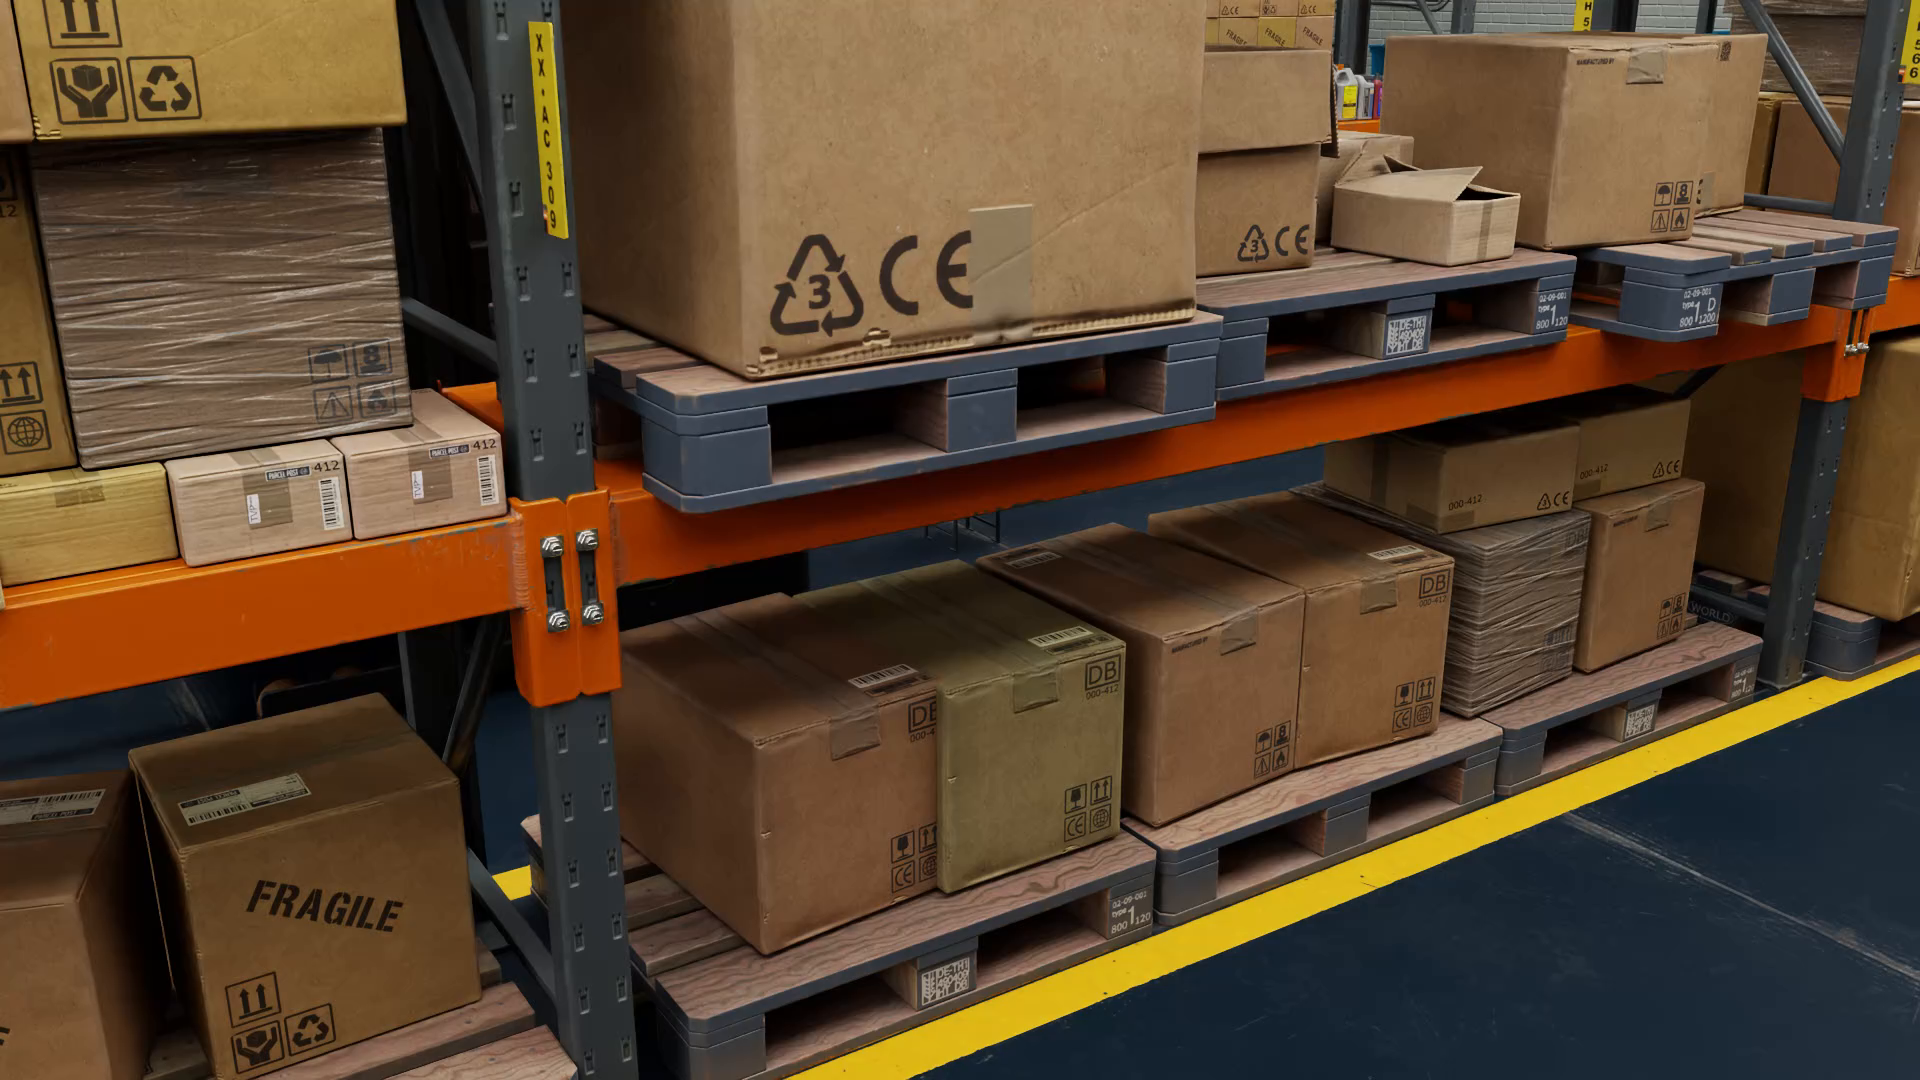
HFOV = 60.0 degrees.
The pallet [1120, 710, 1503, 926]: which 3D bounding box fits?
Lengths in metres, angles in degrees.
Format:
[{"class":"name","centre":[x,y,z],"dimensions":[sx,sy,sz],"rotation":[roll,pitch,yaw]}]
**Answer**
[{"class":"pallet","centre":[0.719,0.593,4.660],"dimensions":[1.213,0.211,1.003],"rotation":[-12,22,-31]}]

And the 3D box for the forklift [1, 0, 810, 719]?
[{"class":"forklift","centre":[-2.056,-0.993,5.106],"dimensions":[3.031,2.935,1.130],"rotation":[-11,22,-30]}]

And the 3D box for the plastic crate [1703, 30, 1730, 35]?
[{"class":"plastic crate","centre":[6.171,-3.749,13.001],"dimensions":[0.499,0.435,0.616],"rotation":[-12,22,-31]}]

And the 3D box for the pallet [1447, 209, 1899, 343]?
[{"class":"pallet","centre":[1.854,-0.834,4.827],"dimensions":[1.003,0.211,1.213],"rotation":[-12,22,-31]}]

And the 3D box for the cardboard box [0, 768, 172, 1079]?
[{"class":"cardboard box","centre":[-1.781,0.774,3.019],"dimensions":[0.500,0.500,0.500],"rotation":[-5,19,-14]}]

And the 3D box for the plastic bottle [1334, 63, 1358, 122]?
[{"class":"plastic bottle","centre":[2.419,-2.835,10.524],"dimensions":[0.185,0.351,0.144],"rotation":[-12,22,-31]}]

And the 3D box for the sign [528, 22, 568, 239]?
[{"class":"sign","centre":[-0.646,-0.640,2.604],"dimensions":[0.005,0.325,0.100],"rotation":[-12,22,-31]}]

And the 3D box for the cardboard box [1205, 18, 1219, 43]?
[{"class":"cardboard box","centre":[2.130,-4.766,16.004],"dimensions":[0.500,0.500,0.500],"rotation":[-12,22,-32]}]

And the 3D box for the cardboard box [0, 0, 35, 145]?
[{"class":"cardboard box","centre":[-1.592,-0.795,2.230],"dimensions":[0.500,0.500,0.500],"rotation":[-12,22,-31]}]

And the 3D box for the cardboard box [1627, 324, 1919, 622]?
[{"class":"cardboard box","centre":[2.978,-0.387,5.868],"dimensions":[0.875,0.875,1.225],"rotation":[-13,23,-34]}]

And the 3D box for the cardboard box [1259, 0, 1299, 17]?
[{"class":"cardboard box","centre":[2.985,-5.418,16.370],"dimensions":[0.500,0.500,0.500],"rotation":[-11,22,-30]}]

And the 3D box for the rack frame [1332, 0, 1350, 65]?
[{"class":"rack frame","centre":[3.627,-5.138,17.259],"dimensions":[0.127,3.000,1.000],"rotation":[-12,22,-31]}]

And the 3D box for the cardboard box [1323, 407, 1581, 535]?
[{"class":"cardboard box","centre":[1.410,-0.236,4.804],"dimensions":[0.500,0.250,0.500],"rotation":[-9,21,-25]}]

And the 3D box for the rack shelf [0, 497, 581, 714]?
[{"class":"rack shelf","centre":[-2.621,0.319,2.241],"dimensions":[4.000,0.370,1.077],"rotation":[-12,22,-31]}]

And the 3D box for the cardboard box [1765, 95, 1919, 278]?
[{"class":"cardboard box","centre":[2.946,-1.139,5.274],"dimensions":[0.500,0.500,0.500],"rotation":[-11,22,-30]}]

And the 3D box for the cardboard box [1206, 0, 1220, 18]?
[{"class":"cardboard box","centre":[2.125,-5.235,15.828],"dimensions":[0.500,0.500,0.500],"rotation":[-11,22,-30]}]

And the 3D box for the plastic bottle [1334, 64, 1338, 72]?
[{"class":"plastic bottle","centre":[2.501,-3.102,11.314],"dimensions":[0.185,0.351,0.144],"rotation":[-12,22,-31]}]

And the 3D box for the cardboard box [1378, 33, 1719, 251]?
[{"class":"cardboard box","centre":[1.550,-1.094,4.485],"dimensions":[0.500,0.500,0.700],"rotation":[-8,20,-23]}]

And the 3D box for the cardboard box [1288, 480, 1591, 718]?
[{"class":"cardboard box","centre":[1.386,0.122,4.917],"dimensions":[0.500,0.500,0.700],"rotation":[-14,23,-36]}]

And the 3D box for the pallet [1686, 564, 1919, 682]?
[{"class":"pallet","centre":[3.090,0.124,6.049],"dimensions":[1.213,0.211,1.003],"rotation":[-12,22,-31]}]

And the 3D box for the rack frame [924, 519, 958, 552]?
[{"class":"rack frame","centre":[-0.078,-0.410,6.552],"dimensions":[0.006,0.900,0.240],"rotation":[-12,22,-31]}]

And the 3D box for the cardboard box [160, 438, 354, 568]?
[{"class":"cardboard box","centre":[-1.182,-0.097,2.740],"dimensions":[0.250,0.149,0.380],"rotation":[-12,22,-31]}]

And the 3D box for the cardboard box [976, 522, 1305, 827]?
[{"class":"cardboard box","centre":[0.450,0.322,4.326],"dimensions":[0.500,0.500,0.700],"rotation":[-14,23,-36]}]

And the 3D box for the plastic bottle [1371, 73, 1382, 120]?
[{"class":"plastic bottle","centre":[2.688,-2.844,10.655],"dimensions":[0.133,0.283,0.061],"rotation":[-12,22,-31]}]

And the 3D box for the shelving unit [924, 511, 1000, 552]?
[{"class":"shelving unit","centre":[0.007,-0.428,6.605],"dimensions":[0.210,0.900,0.258],"rotation":[-12,22,-31]}]

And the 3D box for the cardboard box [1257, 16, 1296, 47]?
[{"class":"cardboard box","centre":[2.971,-4.941,16.522],"dimensions":[0.500,0.500,0.500],"rotation":[-12,22,-31]}]

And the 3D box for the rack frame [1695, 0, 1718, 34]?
[{"class":"rack frame","centre":[6.348,-3.813,13.338],"dimensions":[0.127,3.000,1.000],"rotation":[-12,22,-31]}]

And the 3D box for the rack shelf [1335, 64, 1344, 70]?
[{"class":"rack shelf","centre":[1.956,-4.445,16.333],"dimensions":[4.000,0.370,1.077],"rotation":[-12,22,-31]}]

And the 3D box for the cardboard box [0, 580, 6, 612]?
[{"class":"cardboard box","centre":[-1.572,0.005,2.439],"dimensions":[0.250,0.149,0.380],"rotation":[-12,22,-31]}]

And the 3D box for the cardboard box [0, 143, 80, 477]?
[{"class":"cardboard box","centre":[-1.797,-0.421,2.686],"dimensions":[0.500,0.500,0.875],"rotation":[-12,22,-31]}]

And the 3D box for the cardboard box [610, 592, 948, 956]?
[{"class":"cardboard box","centre":[-0.426,0.499,3.800],"dimensions":[0.500,0.500,0.700],"rotation":[-14,23,-36]}]

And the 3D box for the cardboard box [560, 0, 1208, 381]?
[{"class":"cardboard box","centre":[-0.210,-0.960,3.307],"dimensions":[1.000,1.000,1.000],"rotation":[-12,22,-31]}]

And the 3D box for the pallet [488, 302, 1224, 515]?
[{"class":"pallet","centre":[-0.232,-0.379,3.481],"dimensions":[1.213,0.211,1.003],"rotation":[-12,22,-31]}]

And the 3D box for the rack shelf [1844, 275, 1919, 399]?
[{"class":"rack shelf","centre":[4.061,-1.090,6.409],"dimensions":[4.000,0.370,1.077],"rotation":[-12,22,-31]}]

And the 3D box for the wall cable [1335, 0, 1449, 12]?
[{"class":"wall cable","centre":[5.819,-8.734,23.377],"dimensions":[0.112,2.526,3.097],"rotation":[-12,22,-31]}]

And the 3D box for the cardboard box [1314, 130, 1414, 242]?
[{"class":"cardboard box","centre":[0.864,-0.973,4.517],"dimensions":[0.500,0.250,0.500],"rotation":[-13,22,-33]}]
